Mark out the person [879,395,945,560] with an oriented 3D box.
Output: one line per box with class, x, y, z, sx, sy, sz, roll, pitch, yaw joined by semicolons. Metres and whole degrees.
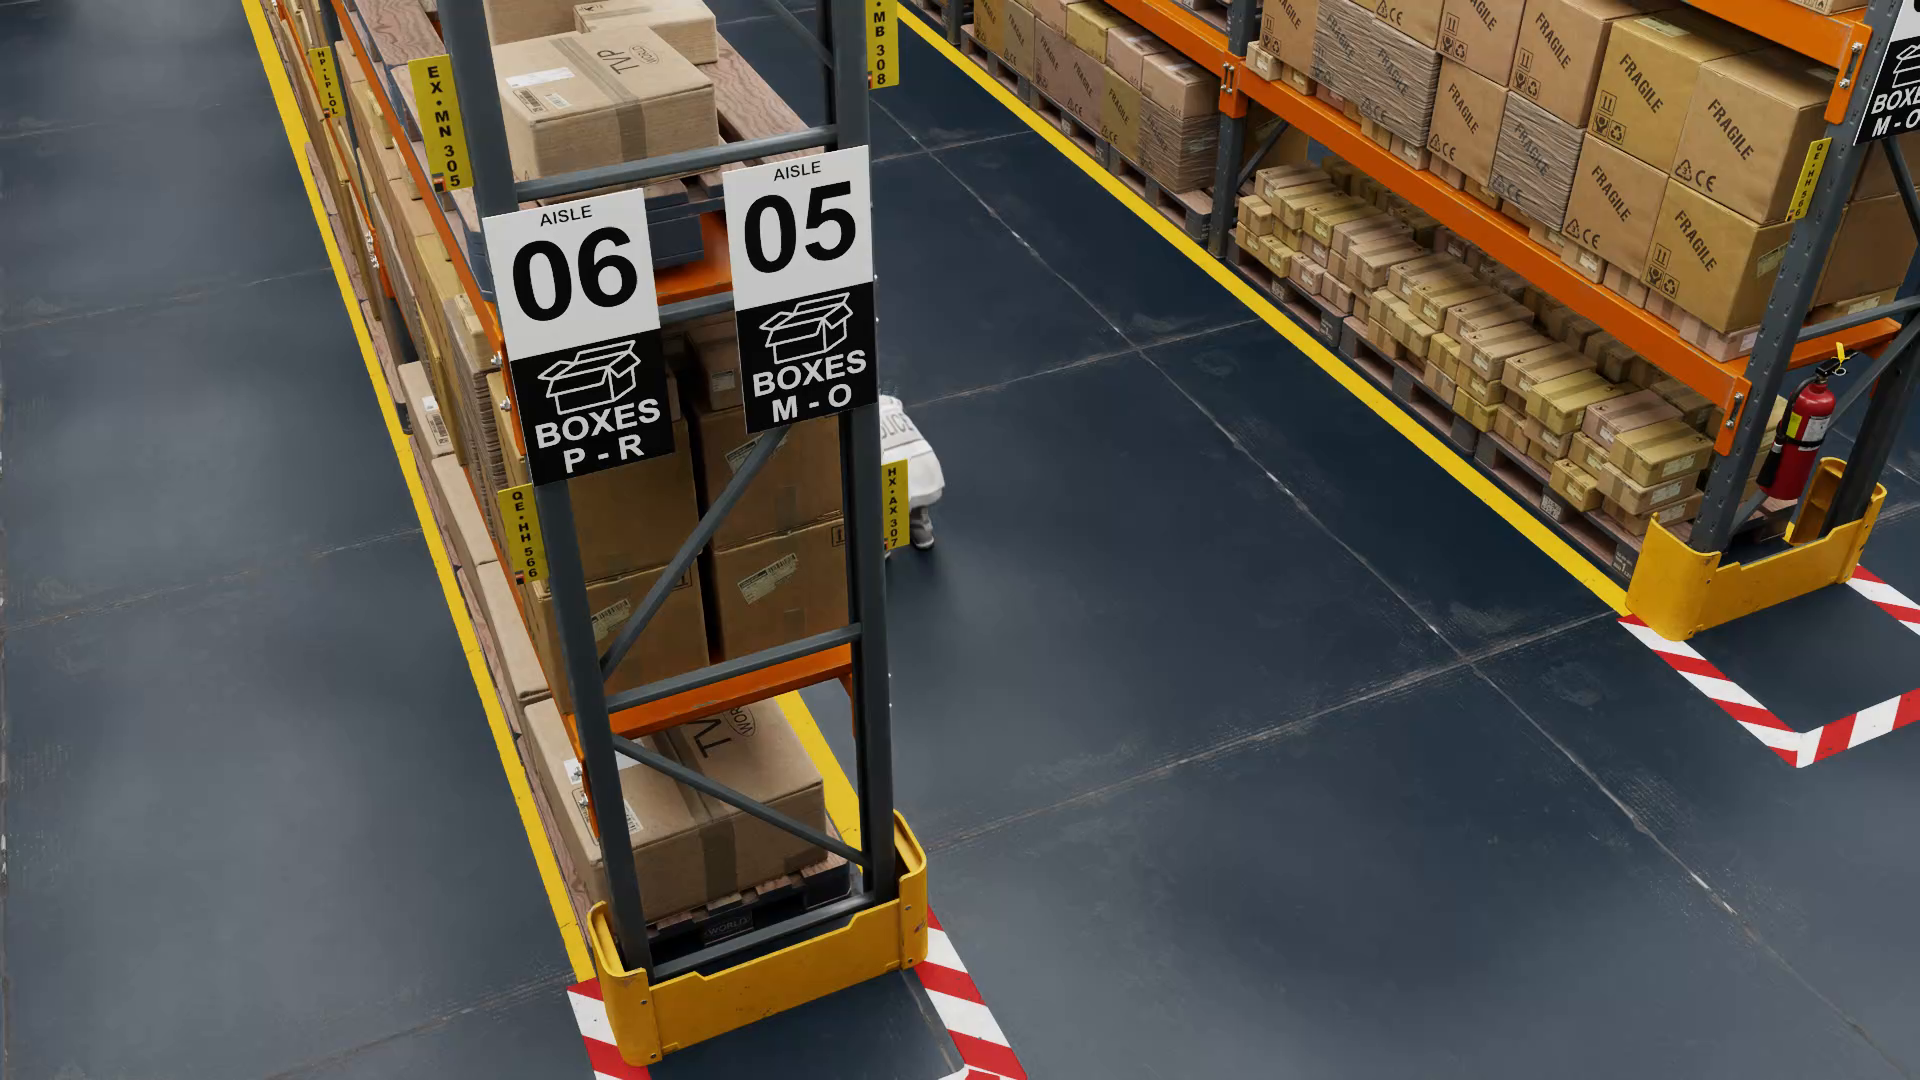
person;-0.405;-0.368;8.118;0.468;0.829;0.894;-17;40;-20
